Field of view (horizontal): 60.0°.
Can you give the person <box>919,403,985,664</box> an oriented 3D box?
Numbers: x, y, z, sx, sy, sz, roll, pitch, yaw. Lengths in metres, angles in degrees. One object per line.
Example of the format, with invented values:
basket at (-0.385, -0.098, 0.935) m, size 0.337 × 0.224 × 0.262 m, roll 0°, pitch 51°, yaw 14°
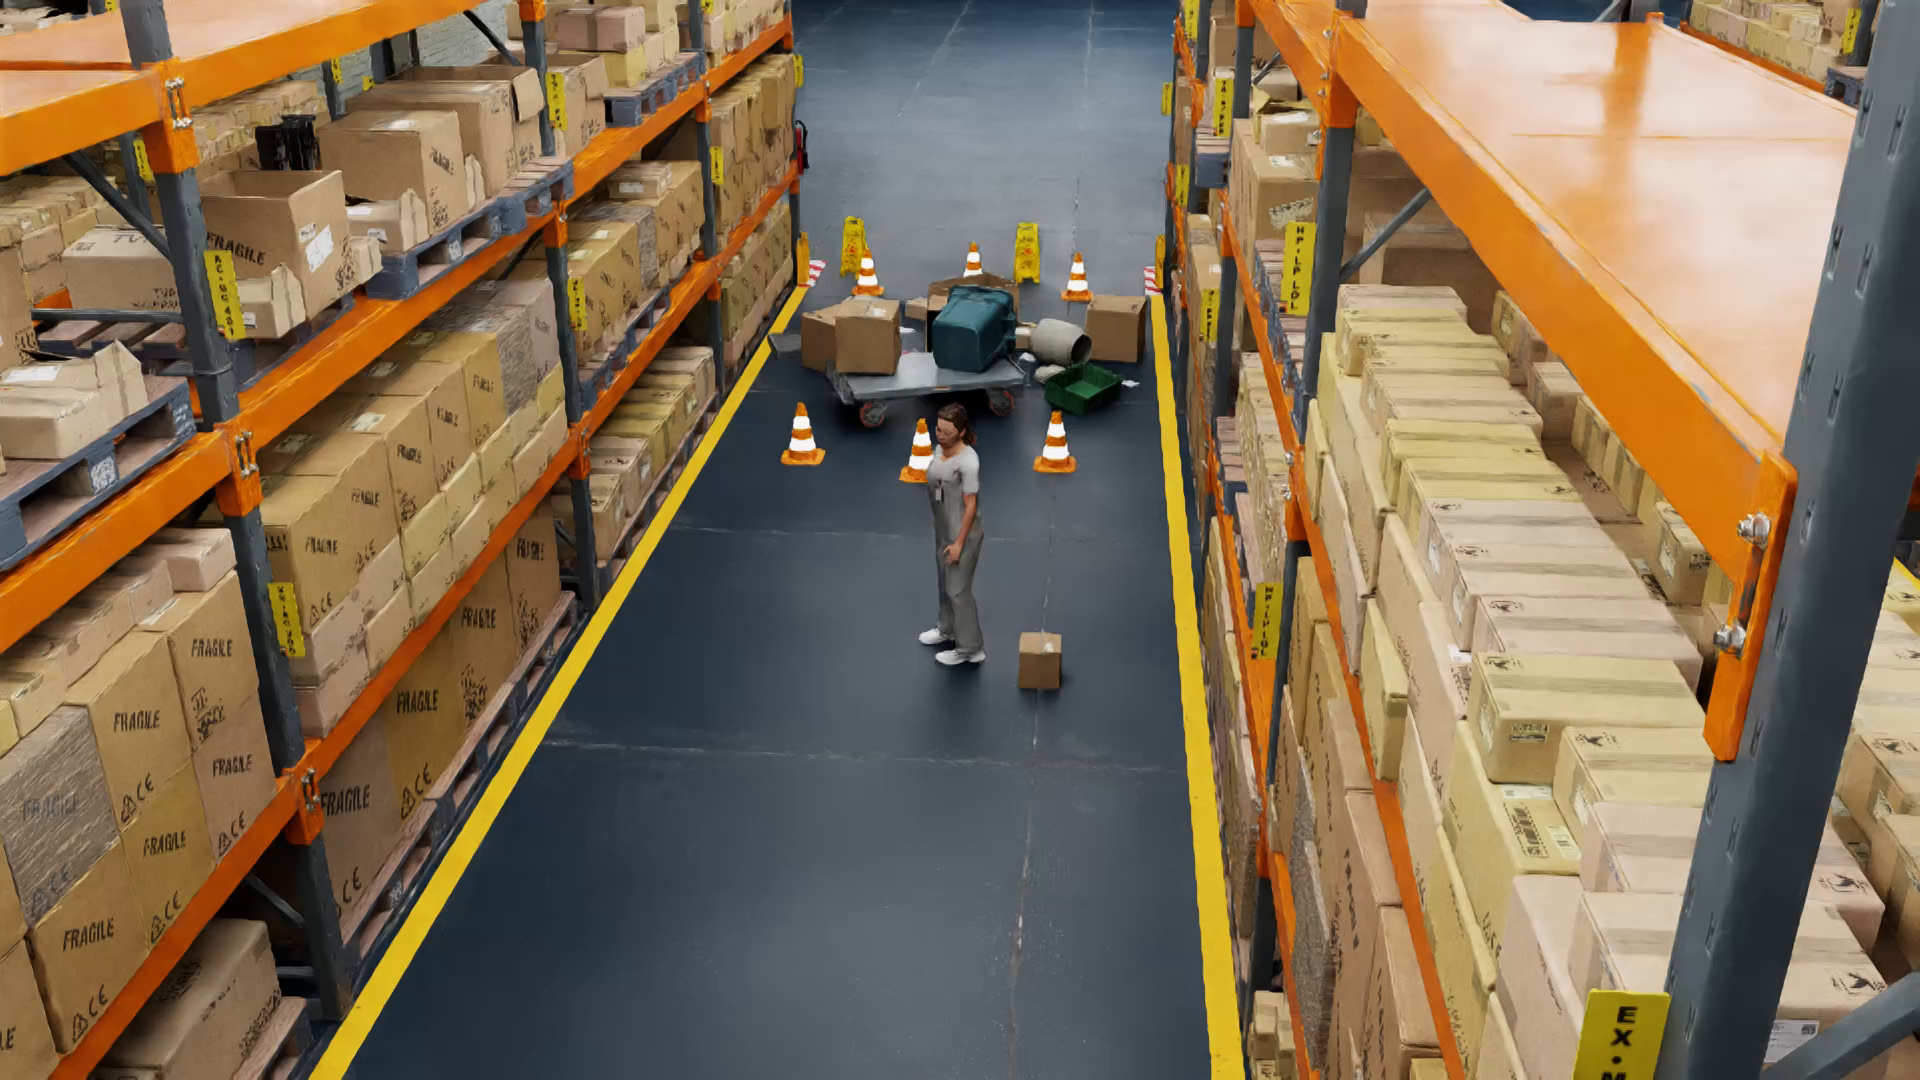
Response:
person at (-0.042, -0.046, 10.085) m, size 0.349 × 1.676 × 0.512 m, roll -13°, pitch 28°, yaw -26°
